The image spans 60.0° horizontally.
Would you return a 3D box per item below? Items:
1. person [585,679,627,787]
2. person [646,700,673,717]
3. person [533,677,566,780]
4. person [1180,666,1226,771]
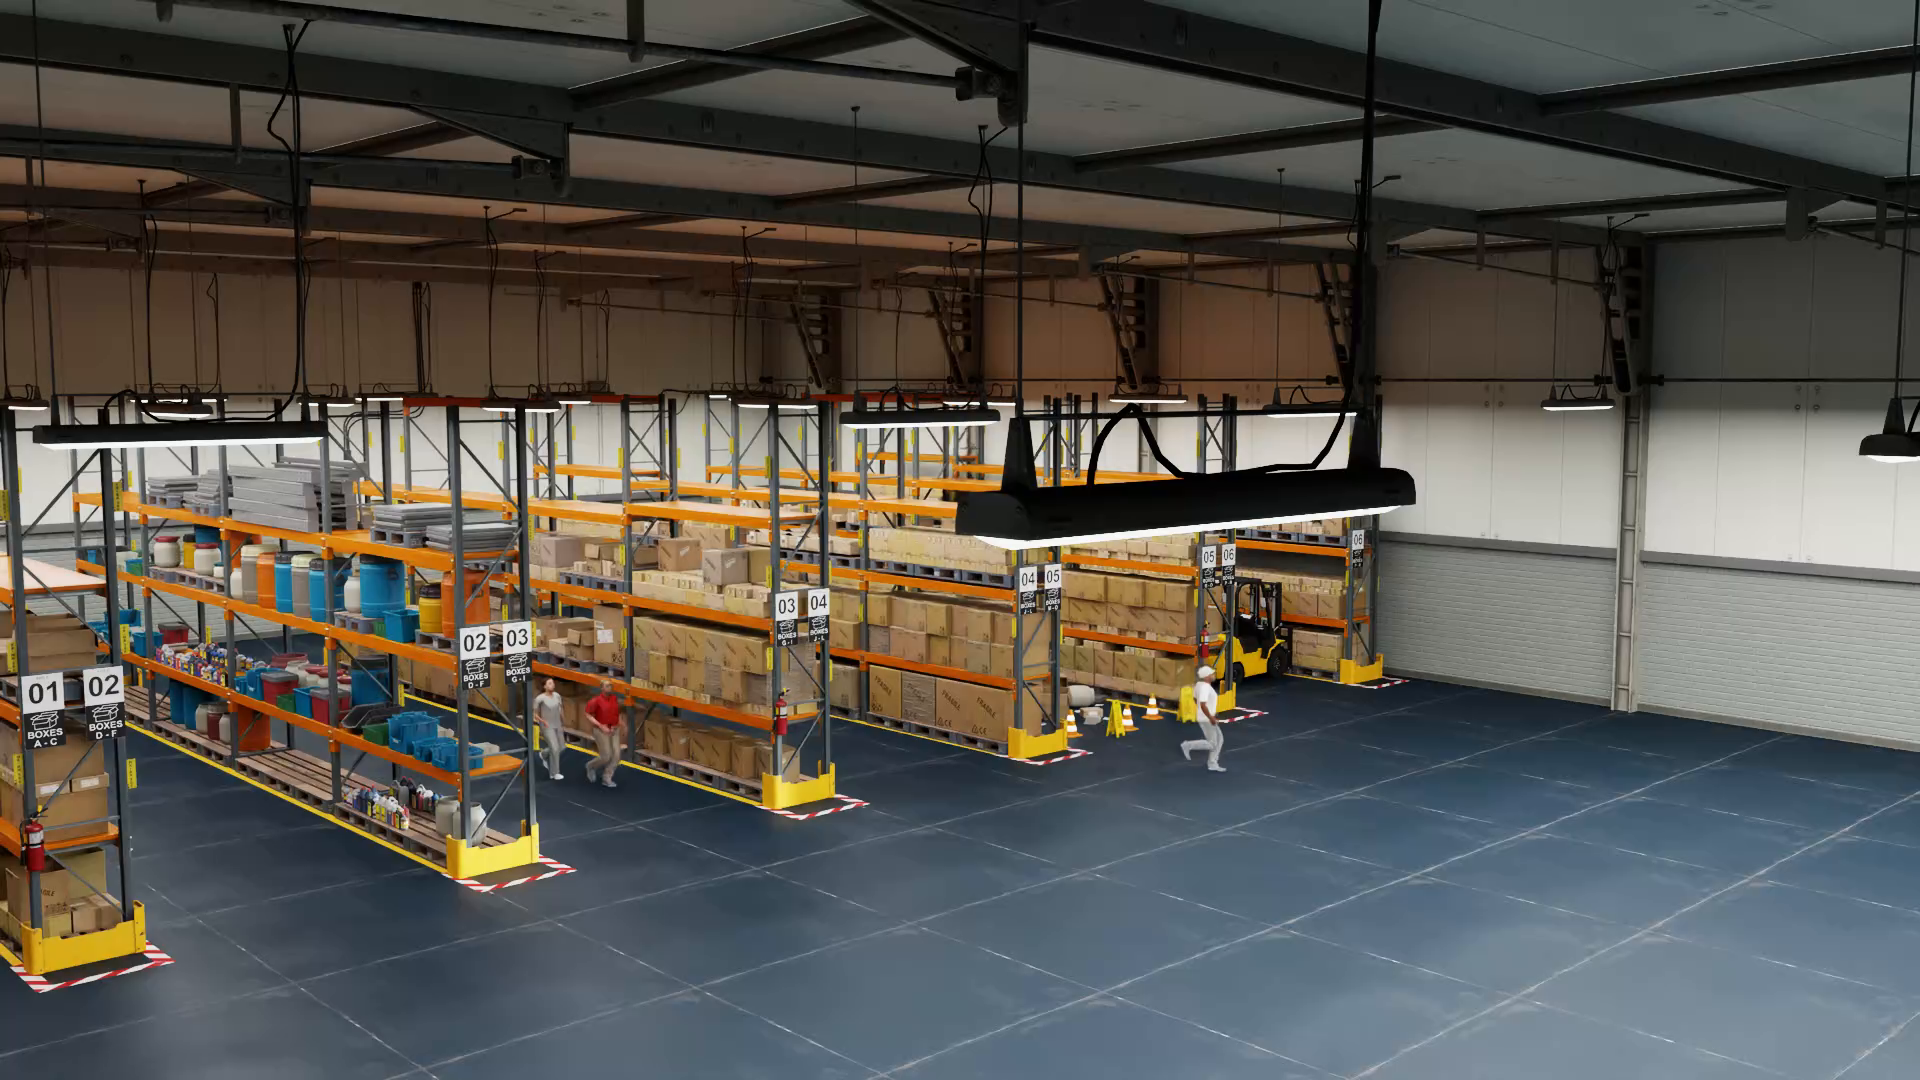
[{"bbox_3d":[-5.520,2.994,25.860,0.595,1.679,0.648,4,7,35],"label":"person"},{"bbox_3d":[-5.525,2.473,30.943,0.882,1.835,0.616,5,7,42],"label":"person"},{"bbox_3d":[-6.533,2.970,26.400,0.667,1.622,0.566,5,7,40],"label":"person"},{"bbox_3d":[3.938,2.894,26.869,0.759,1.726,0.703,0,6,4],"label":"person"}]
